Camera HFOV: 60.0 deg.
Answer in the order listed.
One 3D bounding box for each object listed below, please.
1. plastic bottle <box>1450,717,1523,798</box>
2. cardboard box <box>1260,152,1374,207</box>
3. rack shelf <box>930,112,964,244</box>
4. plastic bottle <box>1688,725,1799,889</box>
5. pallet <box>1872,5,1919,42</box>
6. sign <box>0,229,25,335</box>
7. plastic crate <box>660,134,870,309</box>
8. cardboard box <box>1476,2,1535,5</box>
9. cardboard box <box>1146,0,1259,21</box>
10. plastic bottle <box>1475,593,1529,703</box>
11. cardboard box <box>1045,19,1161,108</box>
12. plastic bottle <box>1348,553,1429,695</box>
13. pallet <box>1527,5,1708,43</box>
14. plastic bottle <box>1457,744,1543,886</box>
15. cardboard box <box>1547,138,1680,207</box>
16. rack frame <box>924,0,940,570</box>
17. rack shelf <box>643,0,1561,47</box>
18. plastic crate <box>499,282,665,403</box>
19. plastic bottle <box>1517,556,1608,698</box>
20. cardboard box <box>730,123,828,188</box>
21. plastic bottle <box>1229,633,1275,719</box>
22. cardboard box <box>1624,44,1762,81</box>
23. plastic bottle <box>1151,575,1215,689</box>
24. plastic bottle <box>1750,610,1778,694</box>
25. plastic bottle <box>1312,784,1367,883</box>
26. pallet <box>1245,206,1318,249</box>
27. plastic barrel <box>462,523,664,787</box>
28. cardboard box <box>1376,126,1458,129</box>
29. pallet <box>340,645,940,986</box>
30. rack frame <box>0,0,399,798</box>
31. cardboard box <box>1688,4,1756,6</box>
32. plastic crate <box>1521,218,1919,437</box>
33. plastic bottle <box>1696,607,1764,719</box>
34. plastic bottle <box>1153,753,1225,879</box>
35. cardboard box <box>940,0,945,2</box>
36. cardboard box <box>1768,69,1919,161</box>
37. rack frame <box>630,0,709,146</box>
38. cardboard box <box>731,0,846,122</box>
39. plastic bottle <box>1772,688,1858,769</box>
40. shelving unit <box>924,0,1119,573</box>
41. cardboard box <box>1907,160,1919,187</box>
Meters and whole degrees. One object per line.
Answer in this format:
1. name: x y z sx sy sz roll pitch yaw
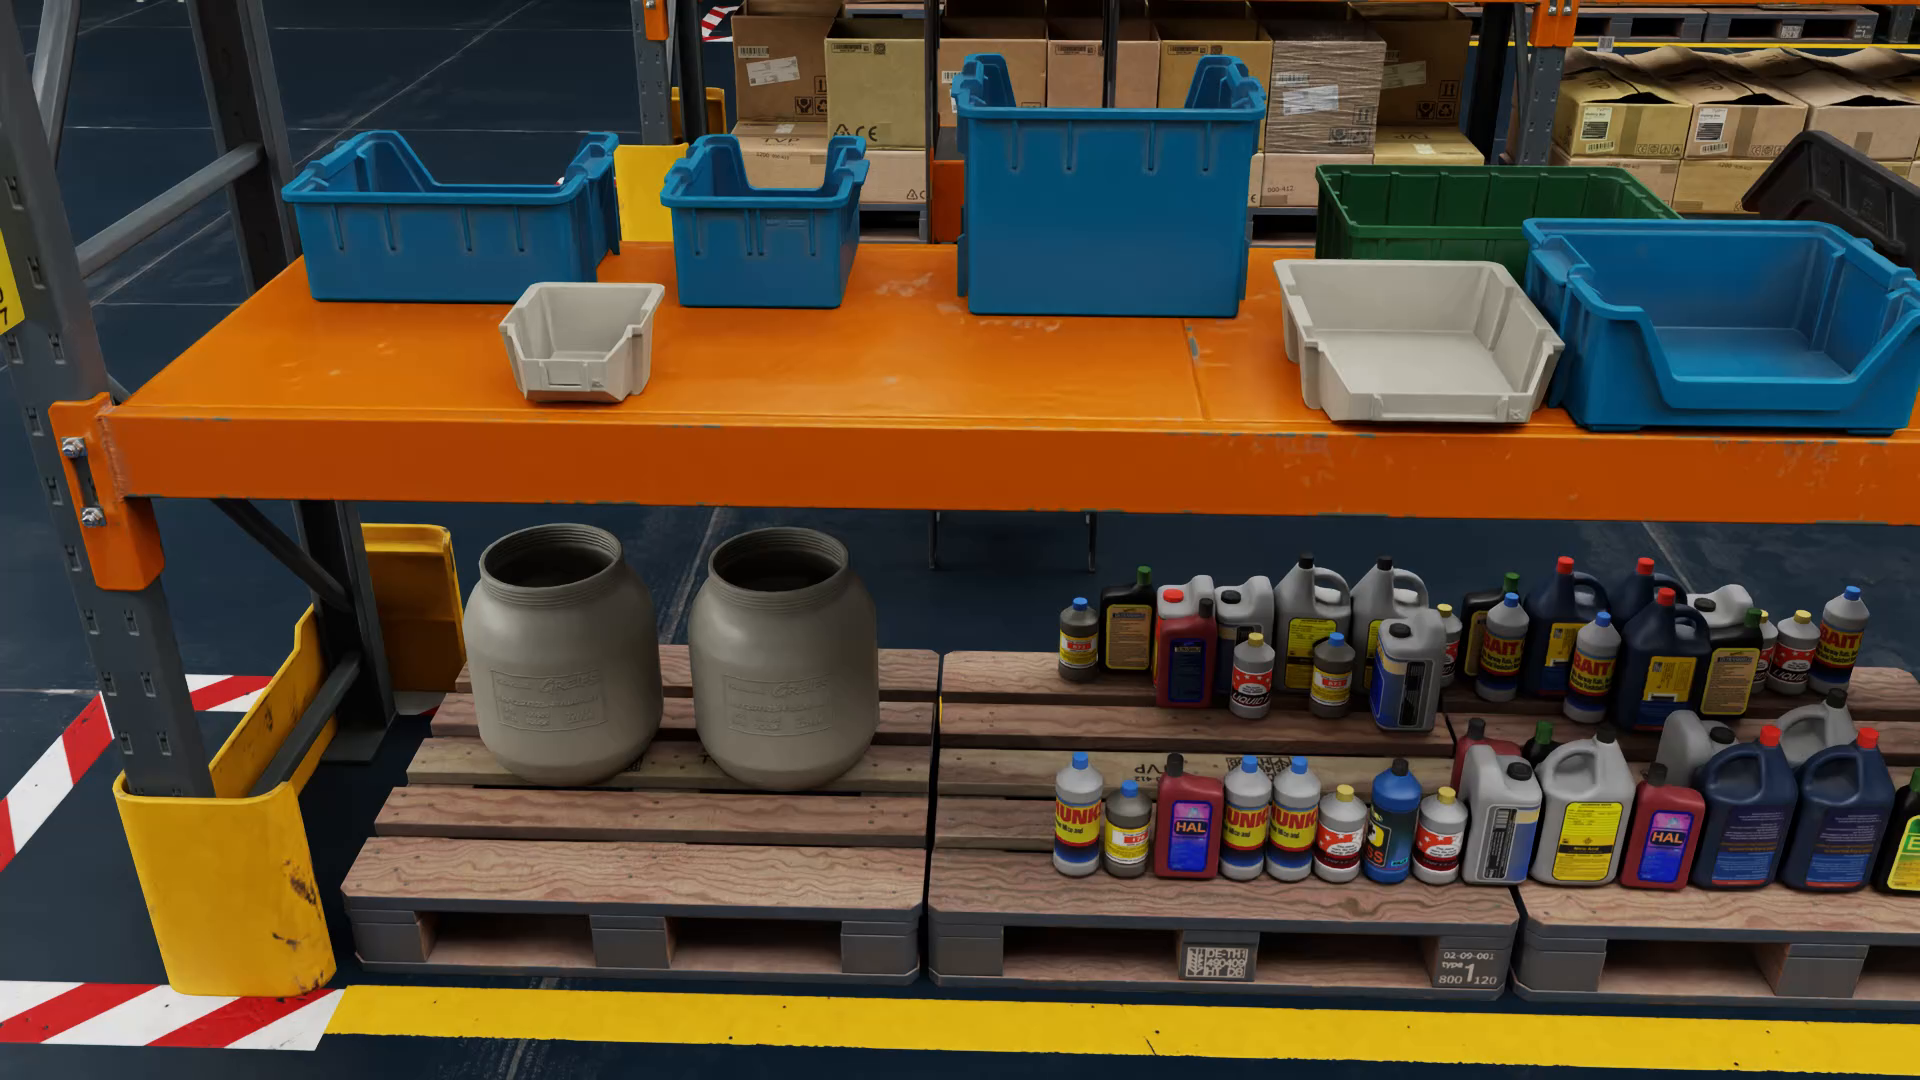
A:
1. plastic bottle: 1.114 0.504 3.527 0.133 0.283 0.061 1 28 2
2. cardboard box: 1.649 -1.770 7.875 0.500 0.250 0.500 1 28 2
3. rack shelf: 0.165 -0.913 4.759 0.480 0.518 0.431 1 28 2
4. plastic bottle: 1.596 0.534 3.399 0.185 0.351 0.144 0 28 -1
5. pallet: 7.574 -3.854 12.295 1.213 0.211 1.003 1 28 2
6. sign: -1.580 -0.494 2.684 0.005 0.325 0.100 1 28 2
7. plastic crate: -0.397 -0.682 3.492 0.408 0.251 0.499 1 28 2
8. cardboard box: 4.045 -4.301 12.360 0.500 0.500 0.700 0 28 1
9. cardboard box: 1.168 -2.354 8.175 0.500 0.500 0.500 1 28 2
10. plastic bottle: 1.312 0.252 4.015 0.097 0.271 0.097 0 28 0
11. cardboard box: 0.649 -2.111 7.716 0.500 0.500 0.500 1 28 2
12. plastic bottle: 1.036 0.195 4.038 0.185 0.351 0.144 1 28 1
13. pallet: 4.791 -3.937 12.452 1.213 0.211 1.003 1 28 2
14. plastic bottle: 1.111 0.557 3.435 0.135 0.276 0.152 1 28 3
15. cardboard box: 3.014 -1.730 7.797 0.500 0.250 0.500 0 28 1
16. rack frame: -0.078 -0.929 4.761 0.015 2.100 0.400 1 28 2
17. rack shelf: 0.621 -2.597 7.714 4.000 0.370 1.077 1 28 2
18. plastic crate: -0.673 -0.347 2.984 0.250 0.136 0.298 1 28 2
19. plastic bottle: 1.461 0.202 4.024 0.185 0.351 0.144 0 28 0
20. cardboard box: -0.850 -1.805 7.940 0.500 0.250 0.500 1 28 2
21. plastic bottle: 0.698 0.316 3.969 0.097 0.201 0.097 0 28 0
22. cardboard box: 3.555 -2.222 8.127 0.500 0.311 0.500 2 28 3
23. plastic bottle: 0.545 0.222 4.067 0.135 0.276 0.152 1 28 2
24. plastic bottle: 1.935 0.265 4.065 0.097 0.201 0.097 0 28 0
25. plastic bottle: 0.786 0.598 3.438 0.097 0.201 0.097 0 28 0
26. pallet: 1.826 -1.682 8.198 1.213 0.211 1.003 1 28 2
27. plastic barrel: -0.896 0.260 3.766 0.421 0.512 0.421 0 28 0
28. cardboard box: 2.167 -2.002 8.311 0.500 0.250 0.500 1 28 2
29. pallet: -0.667 0.598 3.897 1.213 0.211 1.003 1 28 2
30. rack frame: -1.556 -0.629 3.234 0.127 3.000 1.000 1 28 2
31. cardboard box: 5.556 -4.275 12.310 0.500 0.500 0.700 1 28 2
32. plastic crate: 1.326 -0.389 2.939 0.616 0.251 0.499 1 28 2
33. plastic bottle: 1.811 0.290 3.932 0.133 0.283 0.061 1 28 2
34. plastic bottle: 0.470 0.565 3.413 0.133 0.283 0.061 1 28 3
35. cardboard box: 0.051 -4.210 12.390 0.500 0.311 0.500 3 28 6
36. cardboard box: 4.041 -1.958 7.629 0.500 0.311 0.500 0 28 0
37. rack frame: -1.378 -2.948 7.608 0.127 3.000 1.000 1 28 2
38. cardboard box: -0.831 -2.380 8.224 0.500 0.500 0.500 1 28 2
39. plastic bottle: 1.792 0.470 3.520 0.185 0.351 0.144 1 28 2
40. shelving unit: 0.165 -0.925 4.753 0.503 2.100 0.431 1 28 2
41. cardboard box: 4.551 -1.704 7.750 0.500 0.250 0.500 1 28 3
